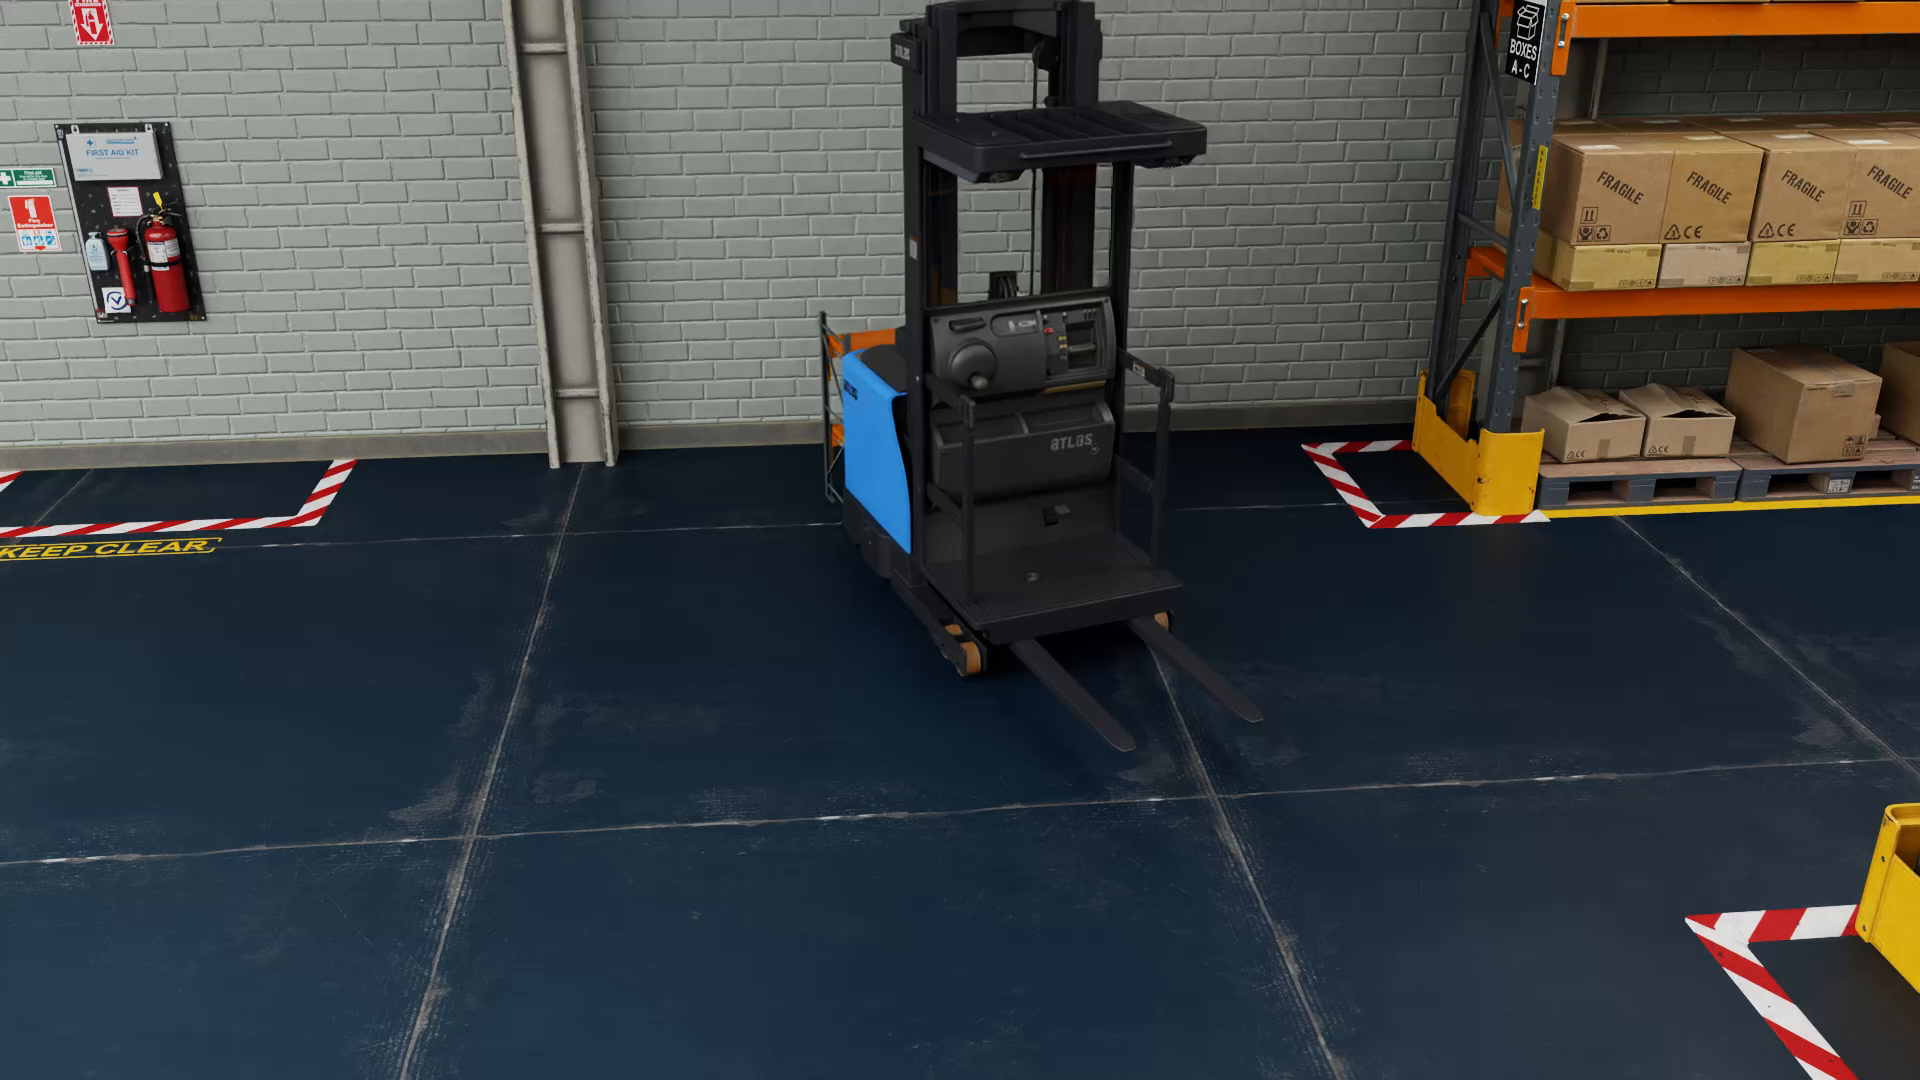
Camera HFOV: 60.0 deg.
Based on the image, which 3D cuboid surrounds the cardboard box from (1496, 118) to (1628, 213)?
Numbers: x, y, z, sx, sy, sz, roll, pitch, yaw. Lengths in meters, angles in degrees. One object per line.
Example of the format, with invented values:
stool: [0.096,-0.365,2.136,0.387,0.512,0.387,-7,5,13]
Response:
cardboard box: [3.465,-2.133,9.593,0.500,0.500,0.500,-3,24,-6]

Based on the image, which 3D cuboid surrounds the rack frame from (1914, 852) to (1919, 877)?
rack frame: [3.507,0.257,4.979,0.127,3.000,1.000,-2,24,-5]

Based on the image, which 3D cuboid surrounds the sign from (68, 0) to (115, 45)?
sign: [-4.824,-2.899,9.226,0.199,0.298,0.001,-2,24,-5]

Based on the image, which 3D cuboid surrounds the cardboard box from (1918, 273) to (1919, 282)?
cardboard box: [5.560,-1.661,9.454,0.500,0.250,0.500,-2,24,-5]

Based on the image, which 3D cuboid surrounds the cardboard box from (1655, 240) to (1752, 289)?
cardboard box: [4.049,-1.603,9.325,0.500,0.250,0.500,-3,24,-7]

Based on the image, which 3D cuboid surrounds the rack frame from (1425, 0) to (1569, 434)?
rack frame: [3.016,-1.745,9.483,0.127,3.000,1.000,-2,24,-5]

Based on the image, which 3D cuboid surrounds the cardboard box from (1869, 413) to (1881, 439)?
cardboard box: [5.403,-0.747,10.207,0.250,0.149,0.380,-4,24,-9]

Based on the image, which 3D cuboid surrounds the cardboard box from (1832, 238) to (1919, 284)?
cardboard box: [5.059,-1.641,9.408,0.500,0.250,0.500,-2,24,-5]

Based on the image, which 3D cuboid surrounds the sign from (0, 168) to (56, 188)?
sign: [-5.361,-2.075,9.528,0.331,0.109,0.001,-2,24,-5]

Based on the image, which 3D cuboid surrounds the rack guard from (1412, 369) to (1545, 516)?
rack guard: [3.092,-0.606,9.998,0.348,0.500,1.175,-2,24,-5]

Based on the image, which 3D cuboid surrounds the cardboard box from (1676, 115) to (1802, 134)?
cardboard box: [4.481,-2.172,9.680,0.500,0.500,0.500,-3,24,-7]

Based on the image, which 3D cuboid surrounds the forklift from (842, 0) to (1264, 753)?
forklift: [0.389,-0.893,7.651,1.130,2.935,3.031,-10,26,-21]

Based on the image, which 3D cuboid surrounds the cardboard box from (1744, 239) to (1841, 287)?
cardboard box: [4.556,-1.621,9.365,0.500,0.250,0.500,-3,24,-6]

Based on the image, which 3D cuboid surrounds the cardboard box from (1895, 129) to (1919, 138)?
cardboard box: [5.559,-2.006,9.308,0.500,0.500,0.500,-3,24,-7]

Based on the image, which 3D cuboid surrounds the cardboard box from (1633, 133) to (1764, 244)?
cardboard box: [4.014,-1.942,9.162,0.500,0.500,0.500,-2,24,-5]

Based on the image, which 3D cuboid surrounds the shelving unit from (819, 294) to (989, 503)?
shelving unit: [-0.219,-0.760,9.574,1.048,1.125,0.538,-9,25,-19]

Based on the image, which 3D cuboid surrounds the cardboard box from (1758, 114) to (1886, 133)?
cardboard box: [4.982,-2.192,9.725,0.500,0.500,0.500,-2,24,-4]

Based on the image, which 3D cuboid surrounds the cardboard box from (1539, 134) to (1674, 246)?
cardboard box: [3.521,-1.926,9.127,0.500,0.500,0.500,-2,24,-5]

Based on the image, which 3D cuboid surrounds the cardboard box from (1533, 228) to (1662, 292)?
cardboard box: [3.533,-1.577,9.265,0.500,0.250,0.500,-3,24,-7]

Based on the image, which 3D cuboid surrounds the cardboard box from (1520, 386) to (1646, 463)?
cardboard box: [3.714,-0.709,9.920,0.500,0.311,0.500,-5,24,-11]

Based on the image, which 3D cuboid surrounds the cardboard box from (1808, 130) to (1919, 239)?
cardboard box: [5.041,-1.985,9.260,0.500,0.500,0.500,-2,24,-3]

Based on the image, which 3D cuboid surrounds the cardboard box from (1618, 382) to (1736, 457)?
cardboard box: [4.281,-0.732,9.972,0.500,0.311,0.500,0,24,-1]

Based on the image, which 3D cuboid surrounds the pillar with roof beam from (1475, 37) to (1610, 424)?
pillar with roof beam: [4.051,-3.124,5.200,0.400,9.000,9.100,-2,24,-5]

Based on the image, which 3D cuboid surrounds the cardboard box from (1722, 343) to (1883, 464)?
cardboard box: [5.016,-0.827,9.954,0.500,0.500,0.700,-4,24,-8]

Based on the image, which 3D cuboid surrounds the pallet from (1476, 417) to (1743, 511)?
pallet: [3.904,-0.492,10.097,1.213,0.211,1.003,-2,24,-5]

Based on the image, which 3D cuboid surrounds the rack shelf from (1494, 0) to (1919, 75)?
rack shelf: [5.007,-2.867,9.200,4.000,0.370,1.077,-2,24,-5]

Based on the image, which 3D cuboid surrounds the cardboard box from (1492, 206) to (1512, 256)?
cardboard box: [3.463,-1.783,9.728,0.500,0.250,0.500,-2,24,-4]

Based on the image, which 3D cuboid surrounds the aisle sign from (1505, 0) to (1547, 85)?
aisle sign: [2.974,-2.809,8.676,0.004,0.787,0.394,-2,24,-5]

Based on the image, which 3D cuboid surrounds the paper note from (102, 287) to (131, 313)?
paper note: [-4.989,-1.418,9.833,0.142,0.148,0.016,-2,24,-5]

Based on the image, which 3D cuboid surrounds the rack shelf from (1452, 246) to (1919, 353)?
rack shelf: [5.007,-1.496,9.809,4.000,0.370,1.077,-2,24,-5]

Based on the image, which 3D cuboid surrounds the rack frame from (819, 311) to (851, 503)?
rack frame: [-0.694,-0.686,9.409,0.032,1.125,0.500,-9,25,-19]

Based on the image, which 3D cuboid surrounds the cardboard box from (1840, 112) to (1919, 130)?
cardboard box: [5.497,-2.217,9.782,0.500,0.500,0.500,-2,24,-4]

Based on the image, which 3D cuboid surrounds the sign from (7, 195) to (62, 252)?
sign: [-5.366,-1.836,9.644,0.234,0.329,0.001,-2,24,-5]

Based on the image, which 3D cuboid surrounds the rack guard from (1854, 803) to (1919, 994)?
rack guard: [3.483,1.400,5.485,0.348,0.500,1.175,-2,24,-5]

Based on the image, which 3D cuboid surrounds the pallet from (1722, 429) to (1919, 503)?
pallet: [5.115,-0.540,10.204,1.213,0.211,1.003,-2,24,-5]

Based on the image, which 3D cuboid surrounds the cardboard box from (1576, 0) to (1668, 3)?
cardboard box: [3.374,-3.083,8.652,0.500,0.500,0.500,-2,24,-4]

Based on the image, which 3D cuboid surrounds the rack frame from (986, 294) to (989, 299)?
rack frame: [0.257,-0.833,9.738,0.032,1.125,0.500,-9,25,-19]

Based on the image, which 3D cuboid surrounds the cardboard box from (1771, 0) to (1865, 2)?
cardboard box: [4.428,-3.112,8.719,0.500,0.500,0.500,-1,24,-3]

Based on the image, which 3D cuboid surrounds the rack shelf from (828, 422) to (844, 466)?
rack shelf: [-0.219,-0.536,9.673,1.000,0.278,0.538,-9,25,-19]

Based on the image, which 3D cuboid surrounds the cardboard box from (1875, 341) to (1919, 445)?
cardboard box: [5.968,-0.906,10.131,0.500,0.500,0.500,-4,24,-9]

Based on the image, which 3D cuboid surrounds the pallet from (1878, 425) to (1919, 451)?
pallet: [6.332,-0.590,10.317,1.213,0.211,1.003,-2,24,-5]

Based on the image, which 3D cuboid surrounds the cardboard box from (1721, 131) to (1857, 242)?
cardboard box: [4.529,-1.960,9.203,0.500,0.500,0.500,-3,24,-7]

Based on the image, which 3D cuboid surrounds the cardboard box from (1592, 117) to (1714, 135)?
cardboard box: [3.967,-2.149,9.629,0.500,0.500,0.500,-2,24,-4]

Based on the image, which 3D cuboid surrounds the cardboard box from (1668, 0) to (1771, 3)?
cardboard box: [3.912,-3.090,8.668,0.500,0.500,0.500,-1,24,-2]

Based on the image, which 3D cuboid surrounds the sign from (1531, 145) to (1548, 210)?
sign: [3.070,-1.922,8.814,0.005,0.325,0.100,-2,24,-5]

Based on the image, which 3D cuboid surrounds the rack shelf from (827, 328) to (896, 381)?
rack shelf: [-0.219,-1.027,9.455,1.000,0.278,0.538,-9,25,-19]

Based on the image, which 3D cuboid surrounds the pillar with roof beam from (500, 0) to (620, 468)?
pillar with roof beam: [-1.920,-2.885,4.661,0.400,9.000,9.100,-2,24,-5]

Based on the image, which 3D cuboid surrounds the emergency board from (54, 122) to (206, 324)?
emergency board: [-4.806,-1.800,9.607,0.643,1.169,0.194,-2,24,-5]
